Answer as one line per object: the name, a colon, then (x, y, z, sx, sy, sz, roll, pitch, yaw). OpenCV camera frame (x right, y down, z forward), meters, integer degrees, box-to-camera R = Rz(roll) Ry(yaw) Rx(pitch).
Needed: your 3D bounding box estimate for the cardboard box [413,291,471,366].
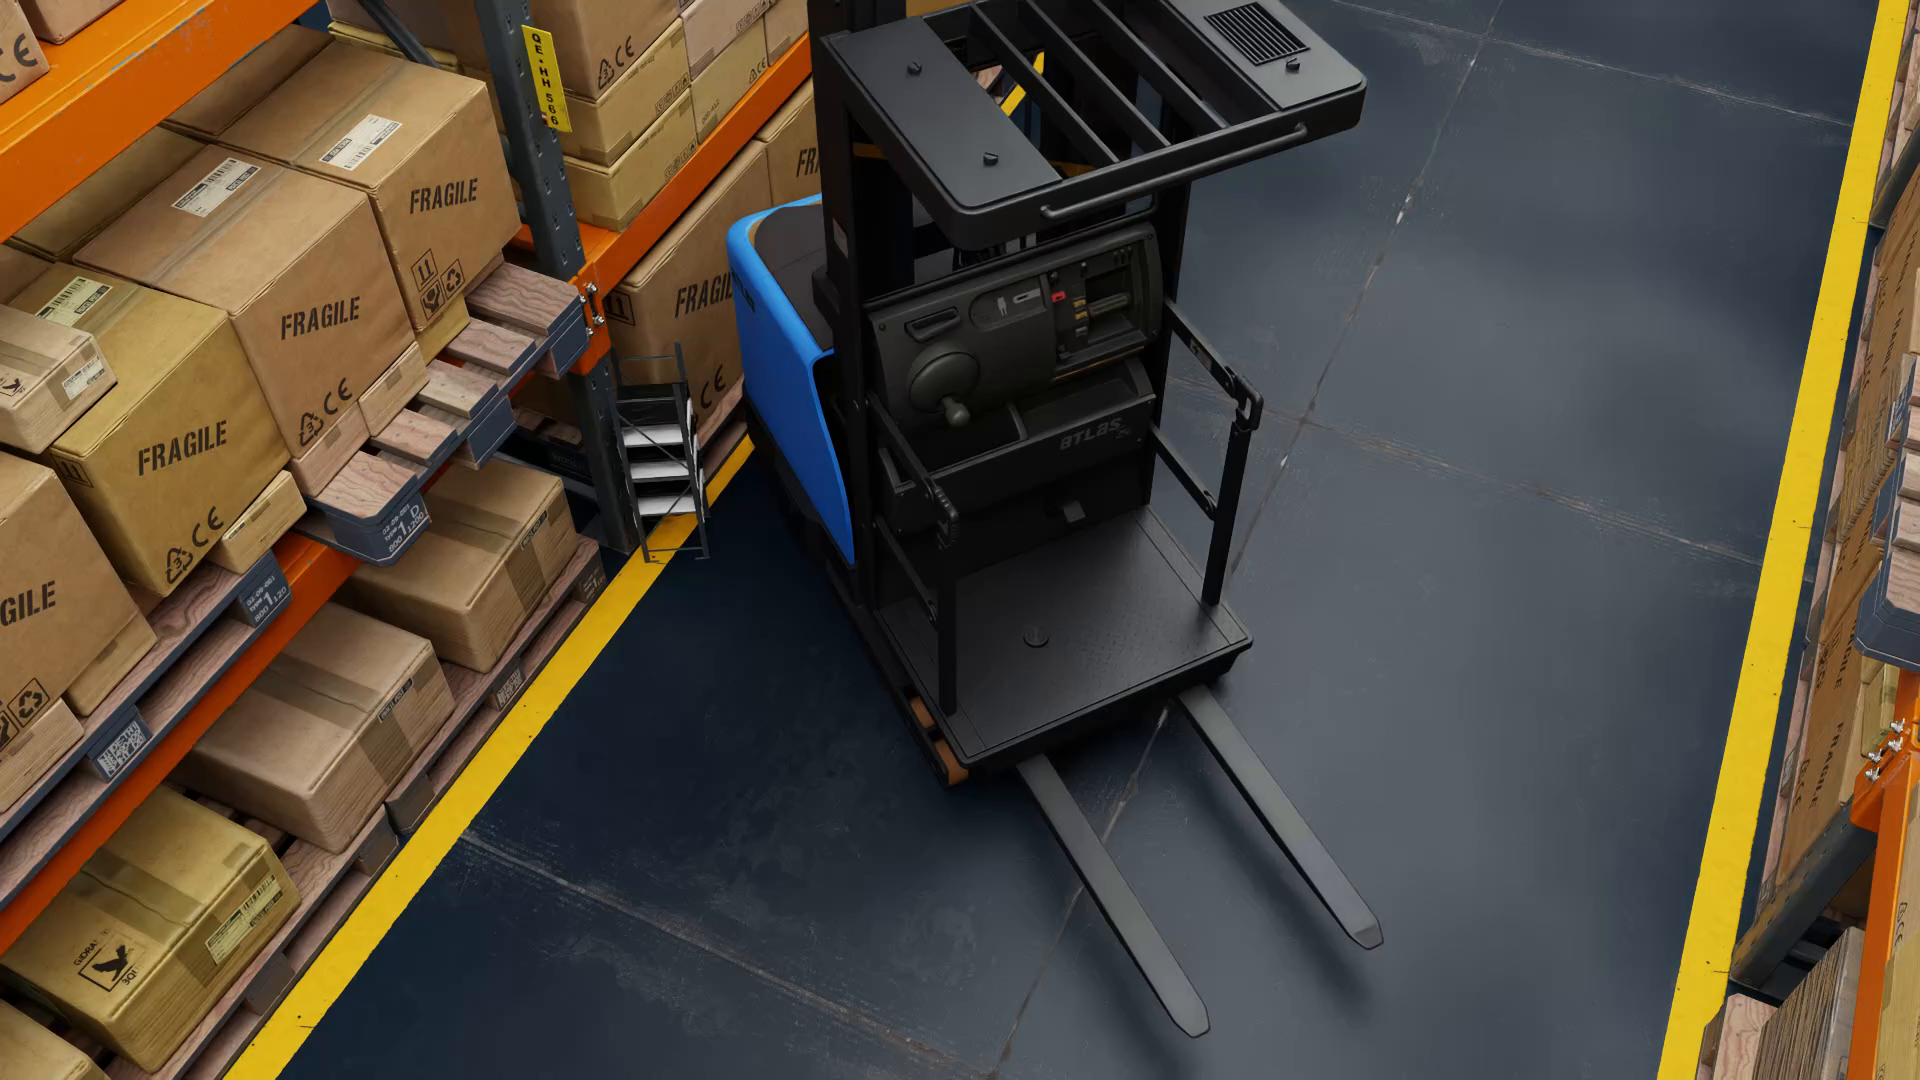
cardboard box: (-1.633, -0.657, 4.728, 0.380, 0.149, 0.250, 21, 53, 17)

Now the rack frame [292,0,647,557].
rack frame: (-1.657, -1.112, 5.227, 1.000, 3.000, 0.127, 20, 52, 16)

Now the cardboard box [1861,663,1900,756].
cardboard box: (2.815, 0.541, 4.759, 0.380, 0.149, 0.250, 17, 52, 14)

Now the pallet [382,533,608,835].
pallet: (-1.992, 0.329, 5.832, 1.003, 0.211, 1.213, 20, 52, 16)

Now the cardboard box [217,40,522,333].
cardboard box: (-1.600, -0.974, 4.572, 0.500, 0.500, 0.500, 18, 52, 15)

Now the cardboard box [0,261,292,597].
cardboard box: (-2.025, -0.266, 3.970, 0.500, 0.500, 0.500, 17, 52, 14)

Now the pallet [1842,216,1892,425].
pallet: (4.228, -0.778, 6.774, 1.003, 0.211, 1.213, 20, 52, 16)

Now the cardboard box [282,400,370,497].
cardboard box: (-1.815, -0.298, 4.423, 0.380, 0.149, 0.250, 18, 52, 14)

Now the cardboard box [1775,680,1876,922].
cardboard box: (2.819, 0.813, 4.954, 0.500, 0.500, 0.500, 21, 53, 17)

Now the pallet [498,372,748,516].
pallet: (-1.252, -0.727, 6.730, 1.003, 0.211, 1.213, 20, 52, 16)

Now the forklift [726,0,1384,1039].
forklift: (0.281, -0.525, 4.772, 1.130, 2.935, 3.031, -21, 53, -17)

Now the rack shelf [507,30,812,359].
rack shelf: (-0.802, -2.256, 6.673, 1.077, 0.370, 4.000, 20, 52, 16)

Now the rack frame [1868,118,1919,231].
rack frame: (4.541, -2.254, 6.199, 1.000, 3.000, 0.127, 20, 52, 16)

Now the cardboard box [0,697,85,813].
cardboard box: (-2.262, 0.421, 3.811, 0.380, 0.149, 0.250, 22, 53, 17)

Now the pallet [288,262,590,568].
pallet: (-1.865, -0.525, 4.853, 1.213, 0.211, 1.003, 20, 52, 16)

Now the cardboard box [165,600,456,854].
cardboard box: (-2.215, 0.500, 5.305, 0.950, 0.372, 0.625, 19, 52, 15)

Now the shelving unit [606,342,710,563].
shelving unit: (-1.060, -0.293, 5.909, 0.258, 0.900, 0.210, -4, 50, -3)

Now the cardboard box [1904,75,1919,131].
cardboard box: (4.514, -1.946, 7.532, 0.380, 0.149, 0.250, 18, 52, 15)

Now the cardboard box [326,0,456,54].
cardboard box: (-1.673, -1.910, 5.184, 0.500, 0.500, 0.500, 19, 52, 15)

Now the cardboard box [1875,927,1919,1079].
cardboard box: (2.203, 1.119, 3.426, 0.500, 0.250, 0.500, 19, 52, 15)

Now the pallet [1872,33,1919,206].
pallet: (4.836, -1.823, 7.663, 1.003, 0.211, 1.213, 20, 52, 16)

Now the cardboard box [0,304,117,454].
cardboard box: (-2.101, -0.369, 3.632, 0.380, 0.149, 0.250, 18, 52, 14)

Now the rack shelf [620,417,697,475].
rack shelf: (-1.060, -0.330, 5.866, 0.258, 0.077, 0.200, -4, 50, -3)

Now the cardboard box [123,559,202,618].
cardboard box: (-2.141, 0.028, 4.146, 0.380, 0.149, 0.250, 20, 53, 16)

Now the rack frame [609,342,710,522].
rack frame: (-1.069, -0.371, 5.974, 0.240, 0.900, 0.006, -4, 50, -3)

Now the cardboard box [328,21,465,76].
cardboard box: (-1.680, -1.642, 5.448, 0.500, 0.250, 0.500, 20, 52, 16)

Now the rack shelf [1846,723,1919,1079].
rack shelf: (1.978, 2.110, 2.957, 1.077, 0.370, 4.000, 20, 52, 16)

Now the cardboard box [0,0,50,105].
cardboard box: (-2.283, -1.058, 3.144, 0.797, 0.503, 0.637, 20, 52, 16)

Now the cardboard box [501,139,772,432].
cardboard box: (-1.287, -1.009, 6.258, 0.875, 0.875, 0.875, 19, 52, 16)

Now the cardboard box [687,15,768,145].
cardboard box: (-1.017, -1.678, 5.807, 0.500, 0.250, 0.500, 18, 52, 15)

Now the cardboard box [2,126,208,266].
cardboard box: (-2.275, -0.782, 4.409, 0.500, 0.500, 0.500, 22, 53, 18)

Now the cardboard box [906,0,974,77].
cardboard box: (-0.519, -2.237, 7.303, 0.875, 0.875, 0.875, 21, 53, 17)

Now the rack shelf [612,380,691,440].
rack shelf: (-1.060, -0.447, 5.728, 0.258, 0.077, 0.200, -4, 50, -3)

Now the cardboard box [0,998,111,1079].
cardboard box: (-2.840, 1.499, 4.454, 0.950, 0.372, 0.625, 23, 53, 18)

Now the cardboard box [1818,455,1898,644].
cardboard box: (3.263, 0.110, 5.552, 0.500, 0.500, 0.500, 22, 53, 18)

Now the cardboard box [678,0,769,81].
cardboard box: (-0.995, -1.850, 5.625, 0.500, 0.250, 0.500, 21, 53, 17)

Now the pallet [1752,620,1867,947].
pallet: (3.186, 0.902, 5.344, 1.003, 0.211, 1.213, 20, 52, 16)

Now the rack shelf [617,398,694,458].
rack shelf: (-1.060, -0.388, 5.797, 0.258, 0.077, 0.200, -4, 50, -3)

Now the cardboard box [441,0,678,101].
cardboard box: (-1.225, -1.729, 5.029, 0.500, 0.500, 0.500, 18, 52, 15)

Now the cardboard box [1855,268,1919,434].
cardboard box: (3.696, -0.608, 6.164, 0.500, 0.500, 0.500, 18, 52, 15)

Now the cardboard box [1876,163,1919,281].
cardboard box: (4.131, -1.320, 6.770, 0.500, 0.500, 0.500, 22, 53, 18)
